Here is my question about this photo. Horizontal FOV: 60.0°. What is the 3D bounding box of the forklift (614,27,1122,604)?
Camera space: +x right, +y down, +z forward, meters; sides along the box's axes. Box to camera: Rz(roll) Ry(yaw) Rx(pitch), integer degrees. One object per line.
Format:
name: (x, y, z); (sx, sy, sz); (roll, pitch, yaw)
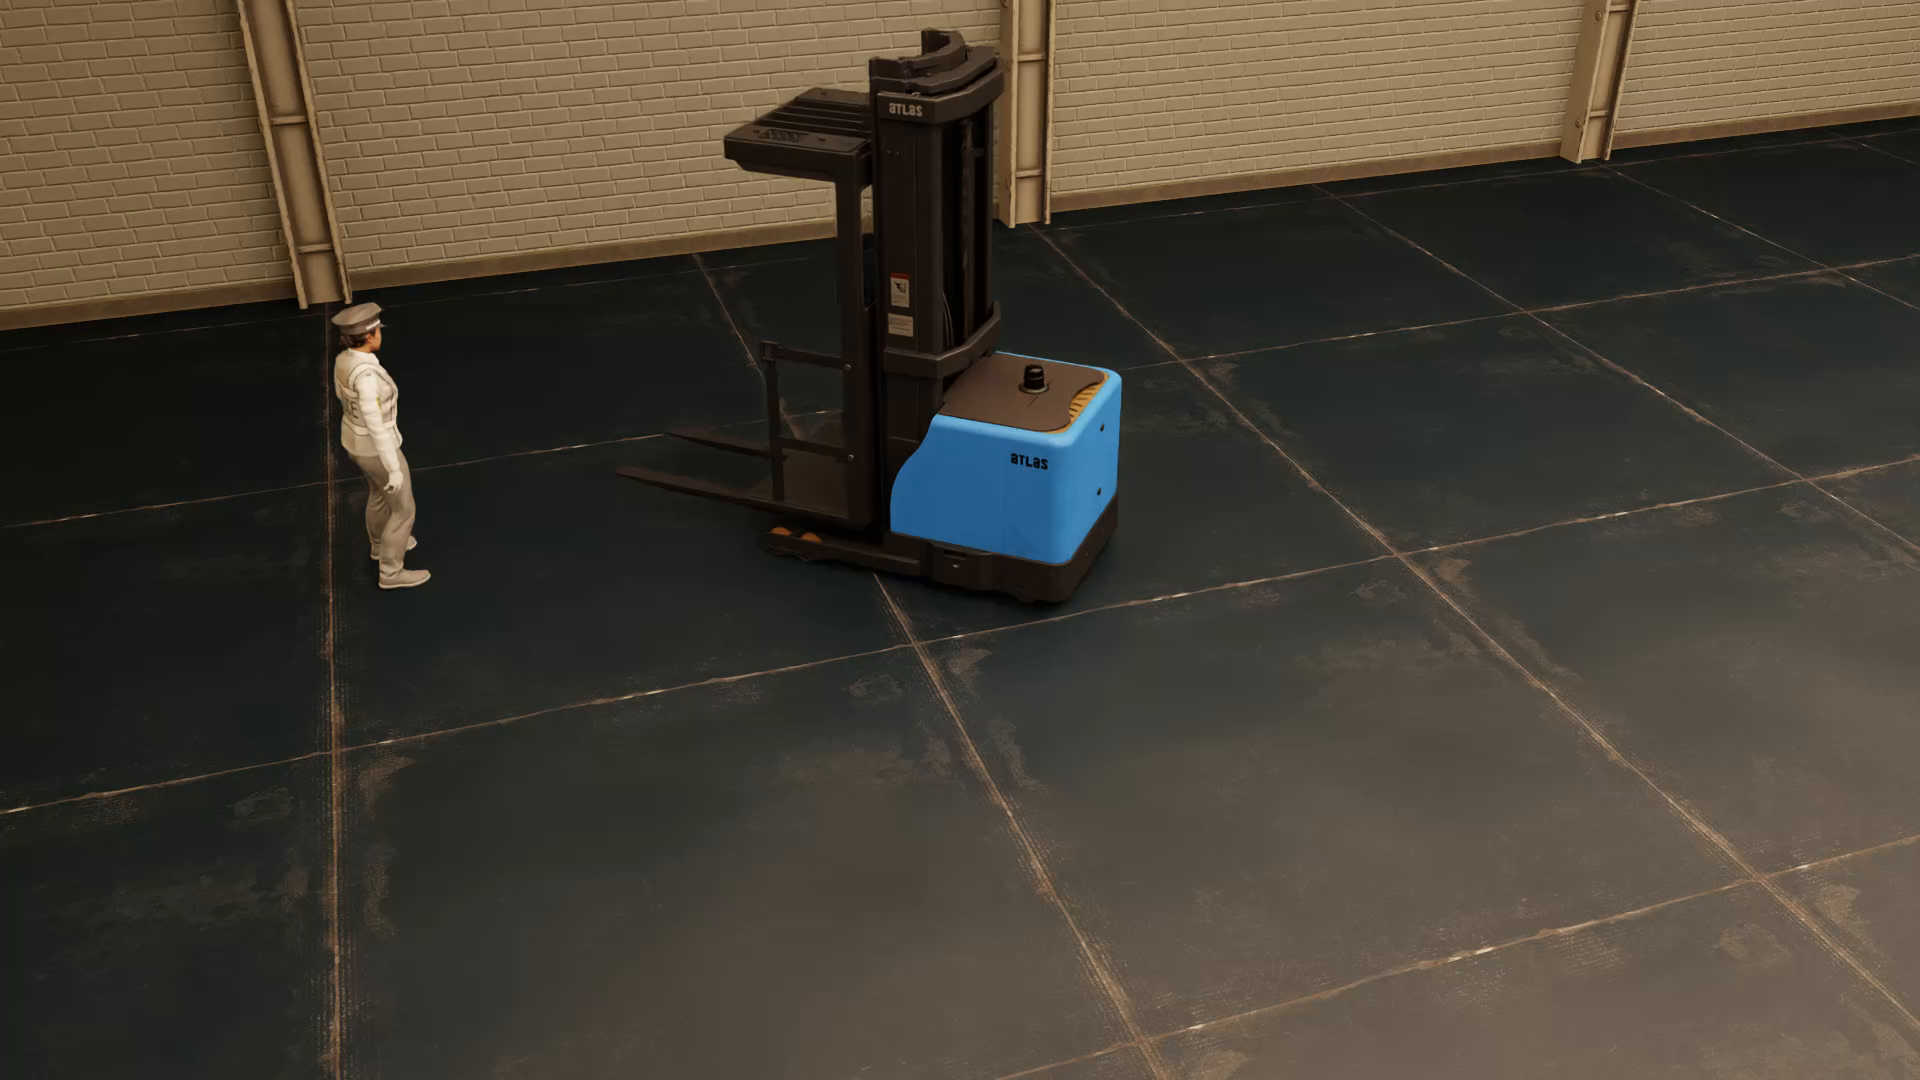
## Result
forklift: (-0.624, -1.371, 9.471); (3.031, 2.935, 1.130); (11, 32, 19)

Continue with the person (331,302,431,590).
person: (-3.236, -0.521, 9.284); (0.384, 1.647, 0.680); (-22, 36, -33)
